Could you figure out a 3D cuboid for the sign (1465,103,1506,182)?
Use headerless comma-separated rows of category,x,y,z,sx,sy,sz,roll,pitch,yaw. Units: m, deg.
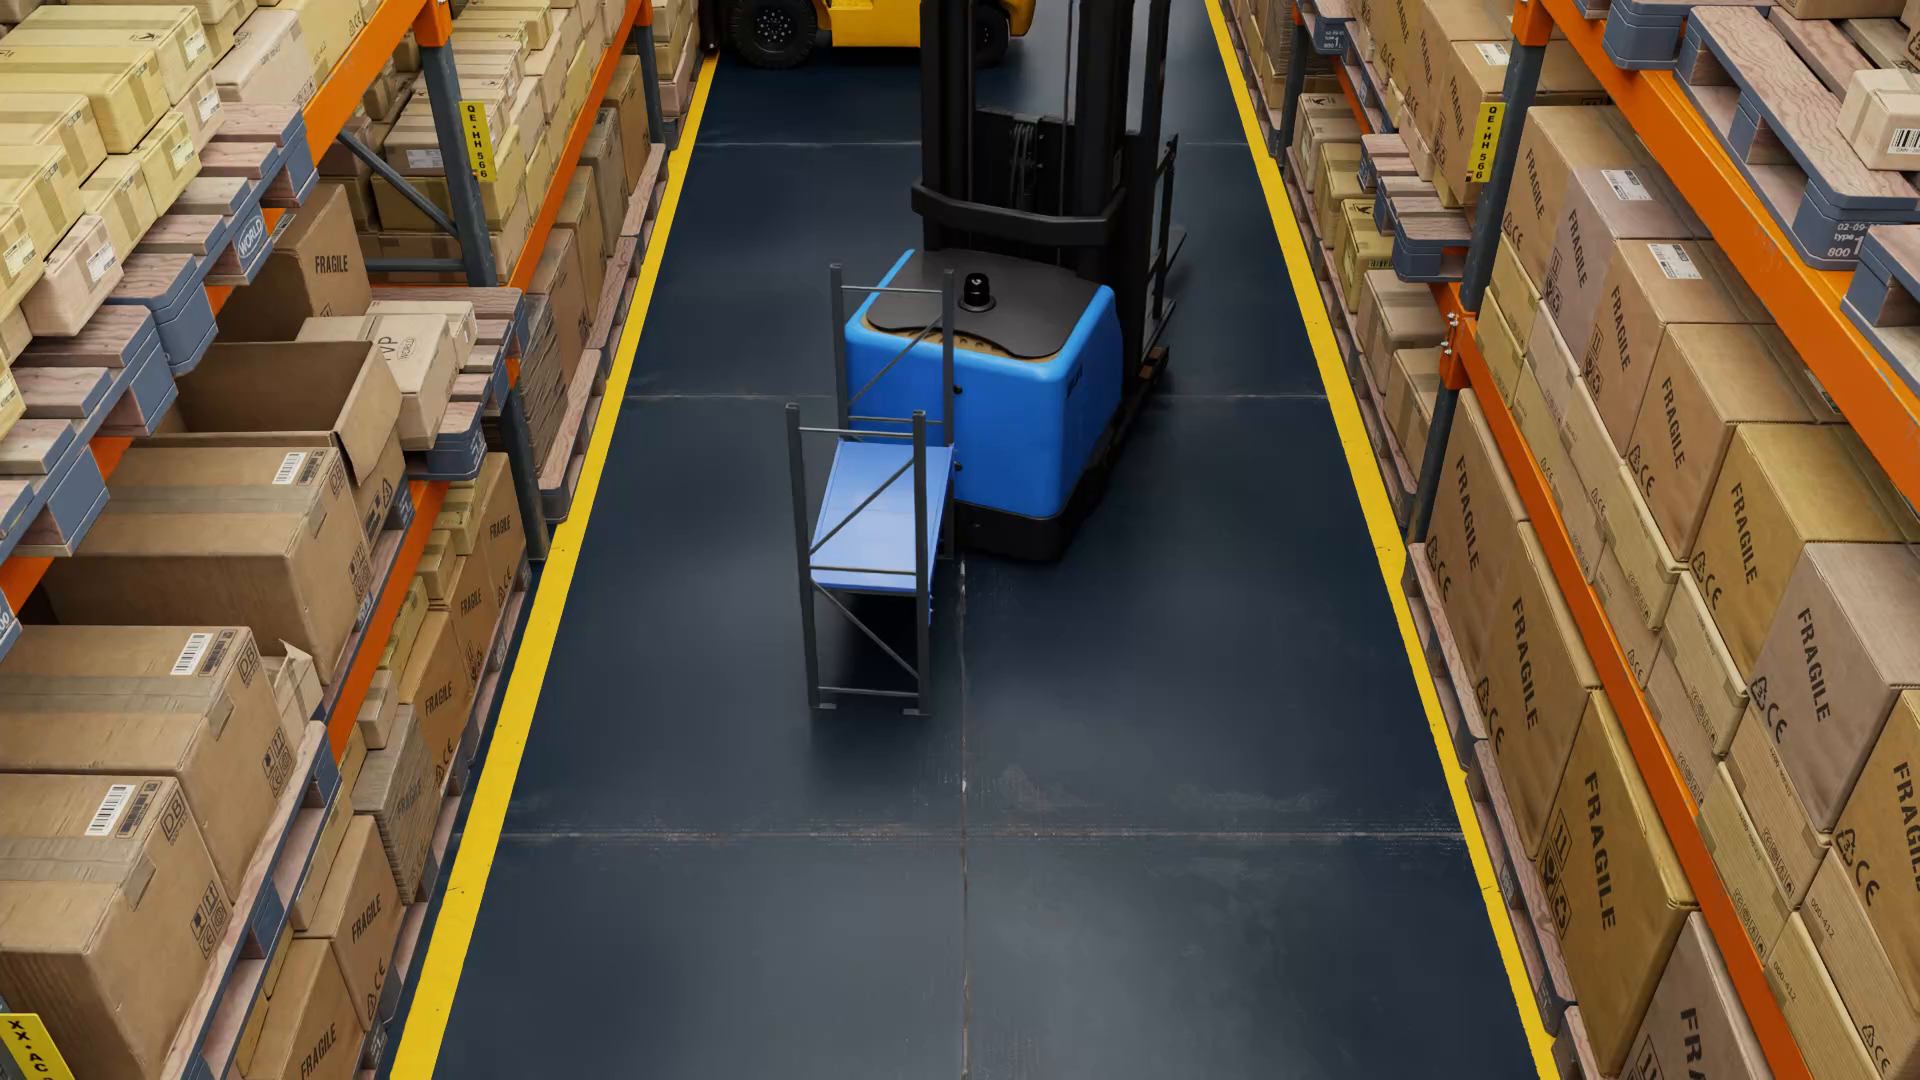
sign,2.022,-1.526,6.393,0.100,0.325,0.005,0,39,0

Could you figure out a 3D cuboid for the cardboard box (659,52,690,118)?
cardboard box,-2.073,-3.001,10.959,0.500,0.250,0.500,0,39,0

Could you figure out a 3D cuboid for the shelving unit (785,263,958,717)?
shelving unit,-0.325,-0.197,6.797,0.538,1.500,1.048,3,39,4

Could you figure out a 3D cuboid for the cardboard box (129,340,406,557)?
cardboard box,-2.212,-0.289,5.294,0.797,0.503,0.637,-1,39,-1

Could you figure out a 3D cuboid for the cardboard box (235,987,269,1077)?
cardboard box,-2.218,1.396,4.754,0.380,0.149,0.250,-2,39,-2

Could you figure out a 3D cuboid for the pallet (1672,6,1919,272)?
pallet,2.623,-1.106,4.484,1.003,0.211,1.213,2,39,2

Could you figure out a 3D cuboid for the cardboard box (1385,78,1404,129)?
cardboard box,2.205,-2.037,7.758,0.380,0.149,0.250,1,39,1

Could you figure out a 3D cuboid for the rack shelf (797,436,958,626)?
rack shelf,-0.325,-0.057,6.910,0.538,0.185,1.000,3,39,4

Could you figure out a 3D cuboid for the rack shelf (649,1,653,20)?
rack shelf,-2.406,-4.577,11.638,1.077,0.370,4.000,0,39,0

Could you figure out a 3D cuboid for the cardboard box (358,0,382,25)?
cardboard box,-2.155,-1.897,5.440,0.500,0.250,0.500,-1,39,-2

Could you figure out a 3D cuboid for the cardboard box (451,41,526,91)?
cardboard box,-2.145,-2.088,7.359,0.380,0.149,0.250,0,39,0

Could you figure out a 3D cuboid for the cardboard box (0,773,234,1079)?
cardboard box,-2.171,0.890,3.825,0.700,0.500,0.500,1,39,1

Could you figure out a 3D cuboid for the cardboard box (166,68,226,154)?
cardboard box,-2.024,-1.028,4.020,0.380,0.149,0.250,1,39,1

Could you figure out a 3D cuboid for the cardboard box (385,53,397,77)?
cardboard box,-2.723,-2.080,7.348,0.380,0.149,0.250,-1,39,-1

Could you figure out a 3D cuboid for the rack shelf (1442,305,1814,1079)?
rack shelf,2.567,0.420,5.403,1.077,0.370,4.000,0,39,0

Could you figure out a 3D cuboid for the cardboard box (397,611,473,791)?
cardboard box,-2.190,0.611,6.253,0.500,0.500,0.500,2,39,2

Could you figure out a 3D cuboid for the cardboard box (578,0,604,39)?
cardboard box,-2.145,-2.795,8.560,0.500,0.250,0.500,1,39,1

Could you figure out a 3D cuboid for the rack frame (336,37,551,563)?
rack frame,-2.399,-1.106,6.731,1.000,3.000,0.127,0,39,0

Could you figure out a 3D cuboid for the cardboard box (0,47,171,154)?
cardboard box,-2.026,-0.988,3.733,0.380,0.149,0.250,0,39,0

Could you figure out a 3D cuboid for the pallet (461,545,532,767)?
pallet,-2.436,0.450,7.020,1.003,0.211,1.213,0,39,0

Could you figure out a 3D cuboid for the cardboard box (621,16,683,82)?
cardboard box,-2.095,-3.196,10.802,0.500,0.250,0.500,0,39,0

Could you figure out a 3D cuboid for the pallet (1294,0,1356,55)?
pallet,2.416,-3.060,9.323,1.003,0.211,1.213,0,39,0

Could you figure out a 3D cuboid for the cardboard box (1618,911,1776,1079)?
cardboard box,2.489,1.667,4.634,0.875,0.875,0.875,1,39,1

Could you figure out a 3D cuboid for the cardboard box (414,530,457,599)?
cardboard box,-2.157,0.097,6.375,0.380,0.149,0.250,-1,39,-2

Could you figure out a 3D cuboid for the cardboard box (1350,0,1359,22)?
cardboard box,2.272,-2.839,8.759,0.380,0.149,0.250,1,39,1

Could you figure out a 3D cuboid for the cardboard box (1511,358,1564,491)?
cardboard box,2.332,-0.426,6.002,0.500,0.250,0.500,-1,39,-1

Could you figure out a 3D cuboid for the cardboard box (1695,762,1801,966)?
cardboard box,2.317,0.850,4.411,0.500,0.250,0.500,-1,39,-1

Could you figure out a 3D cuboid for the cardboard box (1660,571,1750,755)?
cardboard box,2.311,0.341,4.646,0.500,0.250,0.500,1,39,1

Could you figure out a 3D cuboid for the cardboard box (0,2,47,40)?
cardboard box,-2.665,-1.349,4.437,0.380,0.149,0.250,-1,39,-1

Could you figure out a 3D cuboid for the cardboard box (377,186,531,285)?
cardboard box,-2.155,-1.325,7.124,0.500,0.250,0.500,0,39,0

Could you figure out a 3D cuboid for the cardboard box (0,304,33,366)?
cardboard box,-2.061,-0.387,3.221,0.380,0.149,0.250,0,39,0

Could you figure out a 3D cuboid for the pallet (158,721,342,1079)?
pallet,-2.286,0.971,4.293,1.003,0.211,1.213,0,39,0

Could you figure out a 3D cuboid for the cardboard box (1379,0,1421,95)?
cardboard box,2.273,-2.353,7.634,0.500,0.500,0.500,-3,39,-3

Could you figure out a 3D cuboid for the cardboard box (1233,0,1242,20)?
cardboard box,2.286,-4.040,12.256,0.500,0.250,0.500,2,39,3

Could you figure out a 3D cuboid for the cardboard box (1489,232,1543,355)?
cardboard box,2.318,-0.931,6.233,0.500,0.250,0.500,0,39,0

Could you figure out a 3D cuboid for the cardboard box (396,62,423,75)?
cardboard box,-2.677,-2.156,7.762,0.500,0.250,0.500,0,39,0

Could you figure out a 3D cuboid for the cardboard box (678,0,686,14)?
cardboard box,-2.081,-3.711,11.045,0.500,0.250,0.500,0,39,0

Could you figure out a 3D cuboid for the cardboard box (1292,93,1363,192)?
cardboard box,2.563,-2.423,10.141,0.950,0.372,0.625,0,39,1

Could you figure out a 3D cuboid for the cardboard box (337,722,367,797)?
cardboard box,-2.222,0.744,5.567,0.380,0.149,0.250,0,39,0

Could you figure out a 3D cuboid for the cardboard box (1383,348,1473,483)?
cardboard box,2.574,-0.603,7.870,0.950,0.372,0.625,-2,39,-3

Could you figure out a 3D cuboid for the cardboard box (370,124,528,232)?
cardboard box,-2.130,-1.520,6.968,0.500,0.250,0.500,0,39,0

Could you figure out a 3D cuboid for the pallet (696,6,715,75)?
pallet,-2.367,-3.781,12.299,1.003,0.211,1.213,0,39,0

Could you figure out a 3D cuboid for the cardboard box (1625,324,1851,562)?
cardboard box,2.313,-0.283,4.825,0.500,0.500,0.500,1,39,1

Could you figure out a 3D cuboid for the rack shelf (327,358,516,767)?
rack shelf,-2.397,0.426,5.395,1.077,0.370,4.000,0,39,0

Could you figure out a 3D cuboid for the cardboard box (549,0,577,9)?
cardboard box,-2.072,-2.721,8.148,0.380,0.149,0.250,-1,39,-1

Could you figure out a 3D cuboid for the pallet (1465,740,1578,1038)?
pallet,2.489,1.231,6.045,1.003,0.211,1.213,0,39,0

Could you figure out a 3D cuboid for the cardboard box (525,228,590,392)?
cardboard box,-2.394,-1.141,8.339,0.875,0.625,0.625,1,39,1

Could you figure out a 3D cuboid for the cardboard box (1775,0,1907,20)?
cardboard box,2.756,-1.866,4.865,0.700,0.500,0.500,-2,39,-2

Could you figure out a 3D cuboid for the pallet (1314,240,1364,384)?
pallet,2.567,-1.273,9.170,1.003,0.211,1.213,0,39,0

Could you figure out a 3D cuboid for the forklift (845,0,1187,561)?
forklift,0.466,-1.973,7.868,1.130,2.935,3.031,13,41,16

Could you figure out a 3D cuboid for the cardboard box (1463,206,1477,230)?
cardboard box,2.329,-1.382,6.941,0.380,0.149,0.250,1,39,2

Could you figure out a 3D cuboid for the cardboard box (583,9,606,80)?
cardboard box,-2.165,-2.609,8.726,0.500,0.250,0.500,0,39,0
